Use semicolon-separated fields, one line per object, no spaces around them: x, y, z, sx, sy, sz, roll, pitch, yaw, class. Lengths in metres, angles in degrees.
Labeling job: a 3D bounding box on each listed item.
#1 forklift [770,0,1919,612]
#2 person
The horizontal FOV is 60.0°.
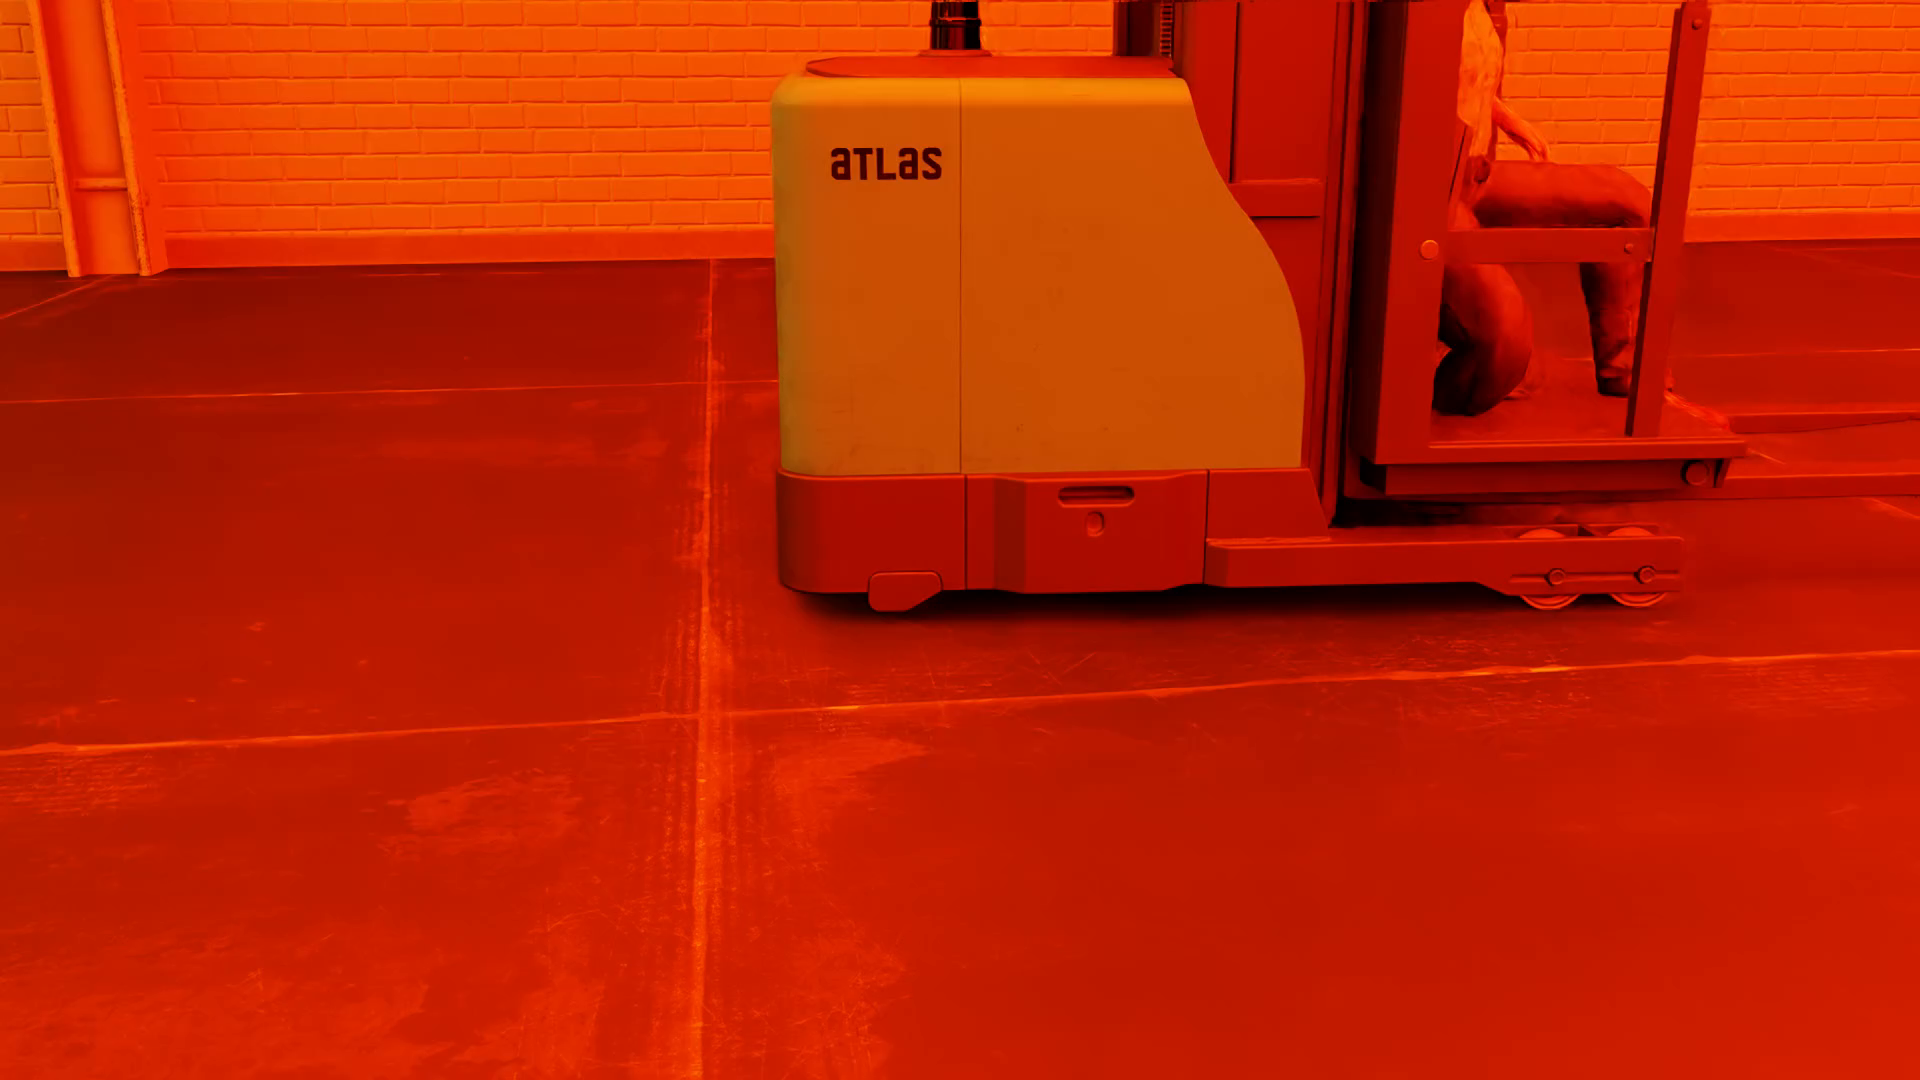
1.102;-1.409;3.560;3.031;2.935;1.130;-1;17;-4;forklift
1.222;-0.764;3.655;0.842;1.450;0.912;14;21;38;person
